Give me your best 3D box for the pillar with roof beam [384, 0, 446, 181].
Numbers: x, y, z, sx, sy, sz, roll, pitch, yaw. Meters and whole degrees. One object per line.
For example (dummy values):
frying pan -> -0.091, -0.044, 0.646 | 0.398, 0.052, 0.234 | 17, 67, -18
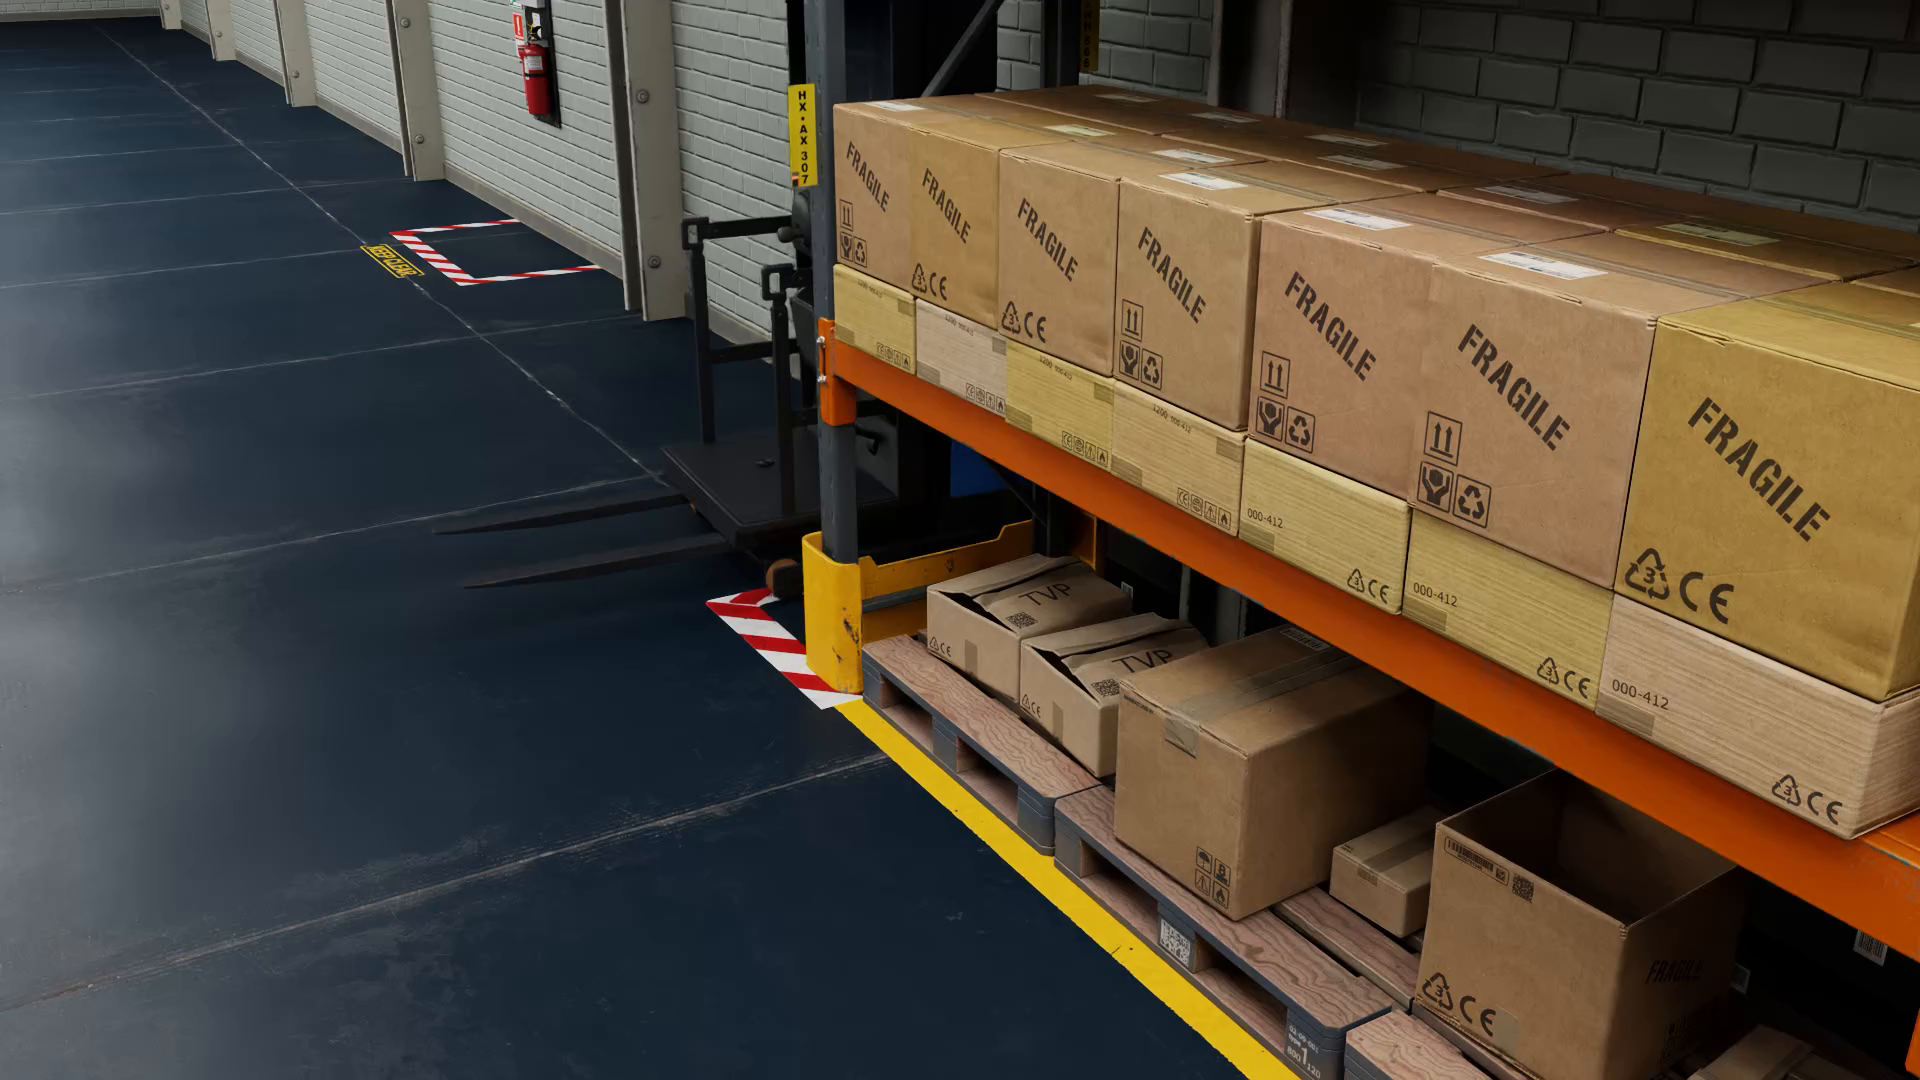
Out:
pillar with roof beam -> -8.772, -6.796, 12.082 | 9.100, 9.000, 0.400 | -13, 25, -28

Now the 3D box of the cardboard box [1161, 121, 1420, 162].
cardboard box -> 0.898, -0.865, 4.633 | 0.500, 0.500, 0.500 | -13, 26, -30

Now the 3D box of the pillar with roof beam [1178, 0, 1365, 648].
pillar with roof beam -> -2.642, -2.912, 2.525 | 9.100, 9.000, 0.400 | -13, 25, -28

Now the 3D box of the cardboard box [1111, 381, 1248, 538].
cardboard box -> 0.723, -0.246, 4.106 | 0.500, 0.250, 0.500 | -12, 25, -28

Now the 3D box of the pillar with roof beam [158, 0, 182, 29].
pillar with roof beam -> -17.967, -12.623, 26.417 | 9.100, 9.000, 0.400 | -13, 25, -28

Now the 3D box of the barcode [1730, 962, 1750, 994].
barcode -> 1.825, 1.025, 3.914 | 0.001, 0.075, 0.075 | -13, 25, -28

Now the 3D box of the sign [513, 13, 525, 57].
sign -> -3.429, -3.926, 12.939 | 0.001, 0.329, 0.234 | -13, 25, -28

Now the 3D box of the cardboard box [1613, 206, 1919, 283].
cardboard box -> 1.679, -0.374, 3.424 | 0.500, 0.500, 0.500 | -13, 25, -29

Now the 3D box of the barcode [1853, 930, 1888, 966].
barcode -> 1.931, 0.859, 3.525 | 0.001, 0.075, 0.075 | -13, 25, -28

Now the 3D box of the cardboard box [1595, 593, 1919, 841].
cardboard box -> 1.498, 0.239, 2.912 | 0.500, 0.250, 0.500 | -13, 25, -28

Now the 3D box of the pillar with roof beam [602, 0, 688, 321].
pillar with roof beam -> -5.707, -4.854, 7.303 | 9.100, 9.000, 0.400 | -13, 25, -28

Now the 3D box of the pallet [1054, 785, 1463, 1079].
pallet -> 1.000, 0.960, 4.670 | 1.003, 0.211, 1.213 | -13, 25, -28

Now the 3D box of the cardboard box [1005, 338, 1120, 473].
cardboard box -> 0.467, -0.410, 4.510 | 0.500, 0.250, 0.500 | -13, 26, -29

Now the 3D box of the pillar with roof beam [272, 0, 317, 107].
pillar with roof beam -> -11.837, -8.739, 16.860 | 9.100, 9.000, 0.400 | -13, 25, -28

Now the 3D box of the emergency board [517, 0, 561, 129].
emergency board -> -3.236, -3.710, 12.456 | 0.194, 1.169, 0.643 | -13, 25, -28

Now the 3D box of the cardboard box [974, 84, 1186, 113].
cardboard box -> 0.381, -1.196, 5.448 | 0.500, 0.500, 0.500 | -13, 25, -29

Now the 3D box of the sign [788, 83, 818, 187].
sign -> -0.509, -1.318, 5.420 | 0.100, 0.325, 0.005 | -13, 25, -28

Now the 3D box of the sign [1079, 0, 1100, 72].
sign -> 0.445, -1.804, 5.809 | 0.100, 0.325, 0.005 | -13, 25, -28

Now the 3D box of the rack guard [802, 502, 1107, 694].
rack guard -> -0.003, 0.162, 6.250 | 1.175, 0.500, 0.348 | -13, 25, -28

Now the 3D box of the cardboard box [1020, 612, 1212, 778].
cardboard box -> 0.525, 0.447, 5.216 | 0.500, 0.311, 0.500 | -10, 24, -24

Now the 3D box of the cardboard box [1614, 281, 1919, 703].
cardboard box -> 1.494, -0.107, 2.768 | 0.500, 0.500, 0.500 | -13, 25, -28

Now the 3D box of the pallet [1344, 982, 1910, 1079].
pallet -> 1.627, 1.355, 3.697 | 1.003, 0.211, 1.213 | -13, 25, -28

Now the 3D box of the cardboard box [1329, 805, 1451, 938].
cardboard box -> 1.201, 0.869, 4.391 | 0.380, 0.149, 0.250 | -15, 26, -32

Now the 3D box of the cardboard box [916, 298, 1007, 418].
cardboard box -> 0.212, -0.576, 4.919 | 0.500, 0.250, 0.500 | -13, 26, -30

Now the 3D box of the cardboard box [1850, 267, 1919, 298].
cardboard box -> 1.940, -0.206, 3.010 | 0.500, 0.500, 0.500 | -13, 26, -29

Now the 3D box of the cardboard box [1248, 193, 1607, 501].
cardboard box -> 0.986, -0.432, 3.568 | 0.500, 0.500, 0.500 | -13, 26, -30

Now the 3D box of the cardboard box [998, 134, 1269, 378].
cardboard box -> 0.446, -0.765, 4.388 | 0.500, 0.500, 0.500 | -14, 26, -30

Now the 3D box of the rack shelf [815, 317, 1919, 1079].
rack shelf -> 0.979, -0.040, 4.382 | 1.077, 0.370, 4.000 | -13, 25, -28

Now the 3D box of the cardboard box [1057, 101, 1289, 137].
cardboard box -> 0.630, -1.032, 5.043 | 0.500, 0.500, 0.500 | -12, 25, -28

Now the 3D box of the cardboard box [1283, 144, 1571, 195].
cardboard box -> 1.155, -0.702, 4.232 | 0.500, 0.500, 0.500 | -12, 25, -28

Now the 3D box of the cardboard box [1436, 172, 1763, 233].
cardboard box -> 1.430, -0.536, 3.824 | 0.500, 0.500, 0.500 | -12, 25, -27

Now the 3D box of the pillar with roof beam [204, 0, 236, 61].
pillar with roof beam -> -14.902, -10.681, 21.639 | 9.100, 9.000, 0.400 | -13, 25, -28

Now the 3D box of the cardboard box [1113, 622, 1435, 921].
cardboard box -> 0.857, 0.606, 4.572 | 0.700, 0.500, 0.500 | -14, 26, -32

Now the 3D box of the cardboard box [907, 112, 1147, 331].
cardboard box -> 0.187, -0.934, 4.802 | 0.500, 0.500, 0.500 | -13, 25, -28

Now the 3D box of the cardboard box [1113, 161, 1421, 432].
cardboard box -> 0.719, -0.601, 3.982 | 0.500, 0.500, 0.500 | -12, 25, -27

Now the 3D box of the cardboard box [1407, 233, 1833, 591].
cardboard box -> 1.234, -0.267, 3.162 | 0.500, 0.500, 0.500 | -13, 25, -29

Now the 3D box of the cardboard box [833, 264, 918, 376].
cardboard box -> -0.066, -0.742, 5.325 | 0.500, 0.250, 0.500 | -13, 26, -30

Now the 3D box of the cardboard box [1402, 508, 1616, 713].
cardboard box -> 1.251, 0.076, 3.313 | 0.500, 0.250, 0.500 | -12, 25, -28

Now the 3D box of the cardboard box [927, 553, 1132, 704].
cardboard box -> 0.234, 0.262, 5.670 | 0.500, 0.311, 0.500 | -16, 27, -34

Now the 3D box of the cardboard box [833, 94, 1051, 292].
cardboard box -> -0.057, -1.096, 5.201 | 0.500, 0.500, 0.500 | -13, 25, -28

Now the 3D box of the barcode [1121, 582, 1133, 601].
barcode -> 0.587, 0.187, 5.843 | 0.001, 0.075, 0.075 | -13, 25, -28

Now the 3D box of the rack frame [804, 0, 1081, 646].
rack frame -> -0.042, -1.021, 5.840 | 1.000, 3.000, 0.127 | -13, 25, -28

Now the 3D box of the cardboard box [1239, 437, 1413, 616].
cardboard box -> 0.981, -0.084, 3.706 | 0.500, 0.250, 0.500 | -13, 25, -29

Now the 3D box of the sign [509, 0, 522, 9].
sign -> -3.435, -4.168, 12.831 | 0.001, 0.109, 0.331 | -13, 25, -28

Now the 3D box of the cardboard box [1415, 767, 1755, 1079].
cardboard box -> 1.436, 0.900, 3.850 | 0.500, 0.500, 0.500 | -15, 26, -32

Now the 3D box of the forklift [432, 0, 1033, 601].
forklift -> -0.668, -1.340, 6.715 | 3.031, 2.935, 1.130 | -11, 24, -24

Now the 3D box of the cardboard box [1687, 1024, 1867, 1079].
cardboard box -> 1.702, 1.215, 3.517 | 0.380, 0.166, 0.250 | -17, 27, -35

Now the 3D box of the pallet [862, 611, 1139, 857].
pallet -> 0.381, 0.565, 5.641 | 1.003, 0.211, 1.213 | -13, 25, -28
